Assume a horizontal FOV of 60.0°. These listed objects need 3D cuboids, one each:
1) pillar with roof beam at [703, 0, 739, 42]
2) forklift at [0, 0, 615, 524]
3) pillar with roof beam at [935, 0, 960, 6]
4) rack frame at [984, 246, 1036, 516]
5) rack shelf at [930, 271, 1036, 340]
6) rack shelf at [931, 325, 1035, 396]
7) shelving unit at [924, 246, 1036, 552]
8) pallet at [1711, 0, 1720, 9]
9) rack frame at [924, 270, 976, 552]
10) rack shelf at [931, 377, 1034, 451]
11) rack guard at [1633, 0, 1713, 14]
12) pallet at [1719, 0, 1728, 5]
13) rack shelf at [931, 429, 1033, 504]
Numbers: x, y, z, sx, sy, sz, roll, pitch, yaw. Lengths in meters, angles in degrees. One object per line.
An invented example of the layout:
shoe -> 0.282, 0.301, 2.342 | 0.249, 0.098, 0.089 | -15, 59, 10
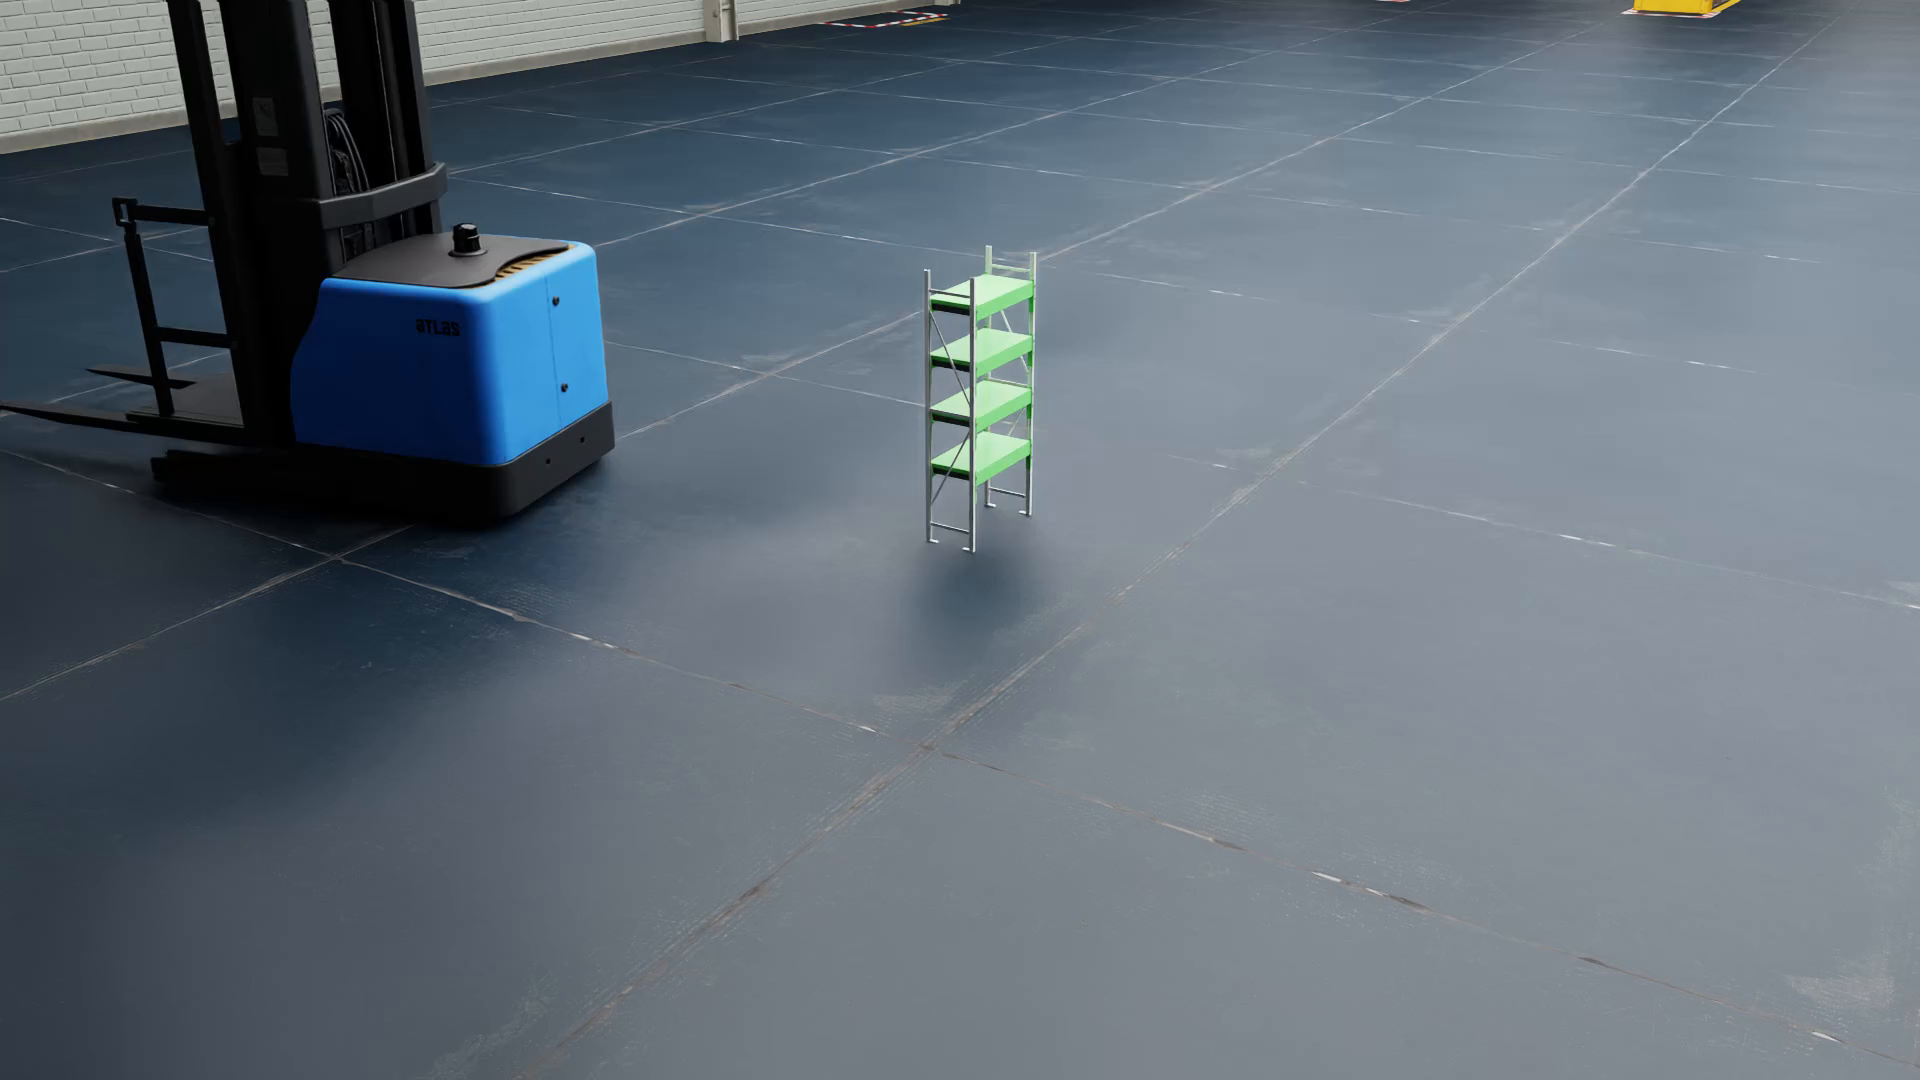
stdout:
pillar with roof beam -> 0.263, -10.349, 19.828 | 9.100, 9.000, 0.400 | 14, 27, 29
forklift -> -3.258, -1.750, 7.604 | 3.031, 2.935, 1.130 | 7, 25, 17
pillar with roof beam -> 3.428, -12.374, 24.506 | 9.100, 9.000, 0.400 | 14, 27, 29
rack frame -> 0.216, -0.689, 7.331 | 0.240, 1.200, 0.015 | 14, 27, 29
rack shelf -> 0.087, -0.988, 6.975 | 0.258, 0.148, 0.480 | 14, 27, 29
rack shelf -> 0.087, -0.768, 7.071 | 0.258, 0.148, 0.480 | 14, 27, 29
shelving unit -> 0.087, -0.606, 7.141 | 0.258, 1.200, 0.503 | 14, 27, 29
pallet -> 12.151, -9.083, 27.966 | 1.003, 0.211, 1.213 | 14, 27, 29
rack frame -> -0.041, -0.524, 6.950 | 0.240, 1.200, 0.015 | 14, 27, 29
rack shelf -> 0.087, -0.548, 7.166 | 0.258, 0.148, 0.480 | 14, 27, 29
rack guard -> 11.718, -8.943, 27.278 | 1.175, 0.500, 0.348 | 14, 27, 29
pallet -> 12.796, -9.493, 28.914 | 1.003, 0.211, 1.213 | 14, 27, 29
rack shelf -> 0.087, -0.328, 7.261 | 0.258, 0.148, 0.480 | 14, 27, 29
